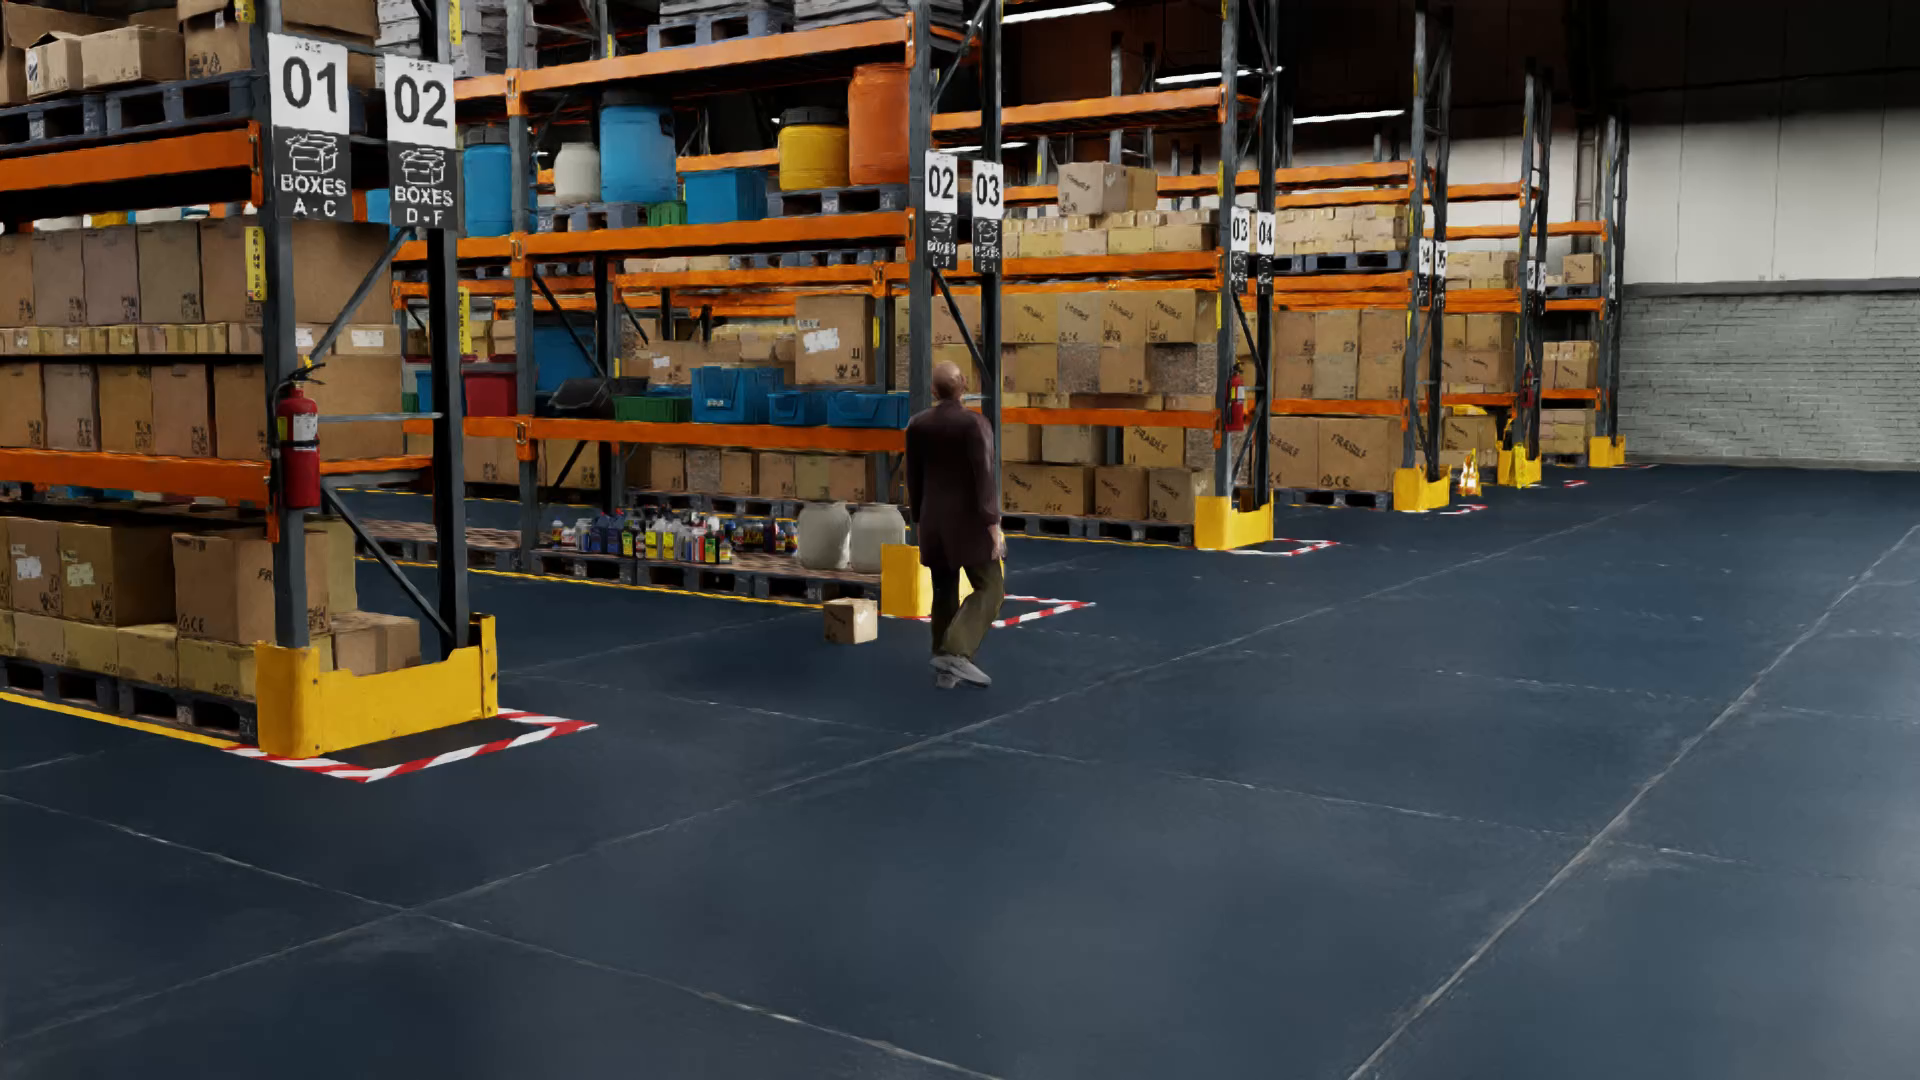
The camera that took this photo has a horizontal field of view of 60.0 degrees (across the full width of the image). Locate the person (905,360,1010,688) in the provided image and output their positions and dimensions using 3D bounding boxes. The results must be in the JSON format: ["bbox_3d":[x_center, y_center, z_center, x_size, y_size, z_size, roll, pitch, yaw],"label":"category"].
[{"bbox_3d":[-0.008,-0.065,8.879,0.787,1.771,0.661,5,8,36],"label":"person"}]
